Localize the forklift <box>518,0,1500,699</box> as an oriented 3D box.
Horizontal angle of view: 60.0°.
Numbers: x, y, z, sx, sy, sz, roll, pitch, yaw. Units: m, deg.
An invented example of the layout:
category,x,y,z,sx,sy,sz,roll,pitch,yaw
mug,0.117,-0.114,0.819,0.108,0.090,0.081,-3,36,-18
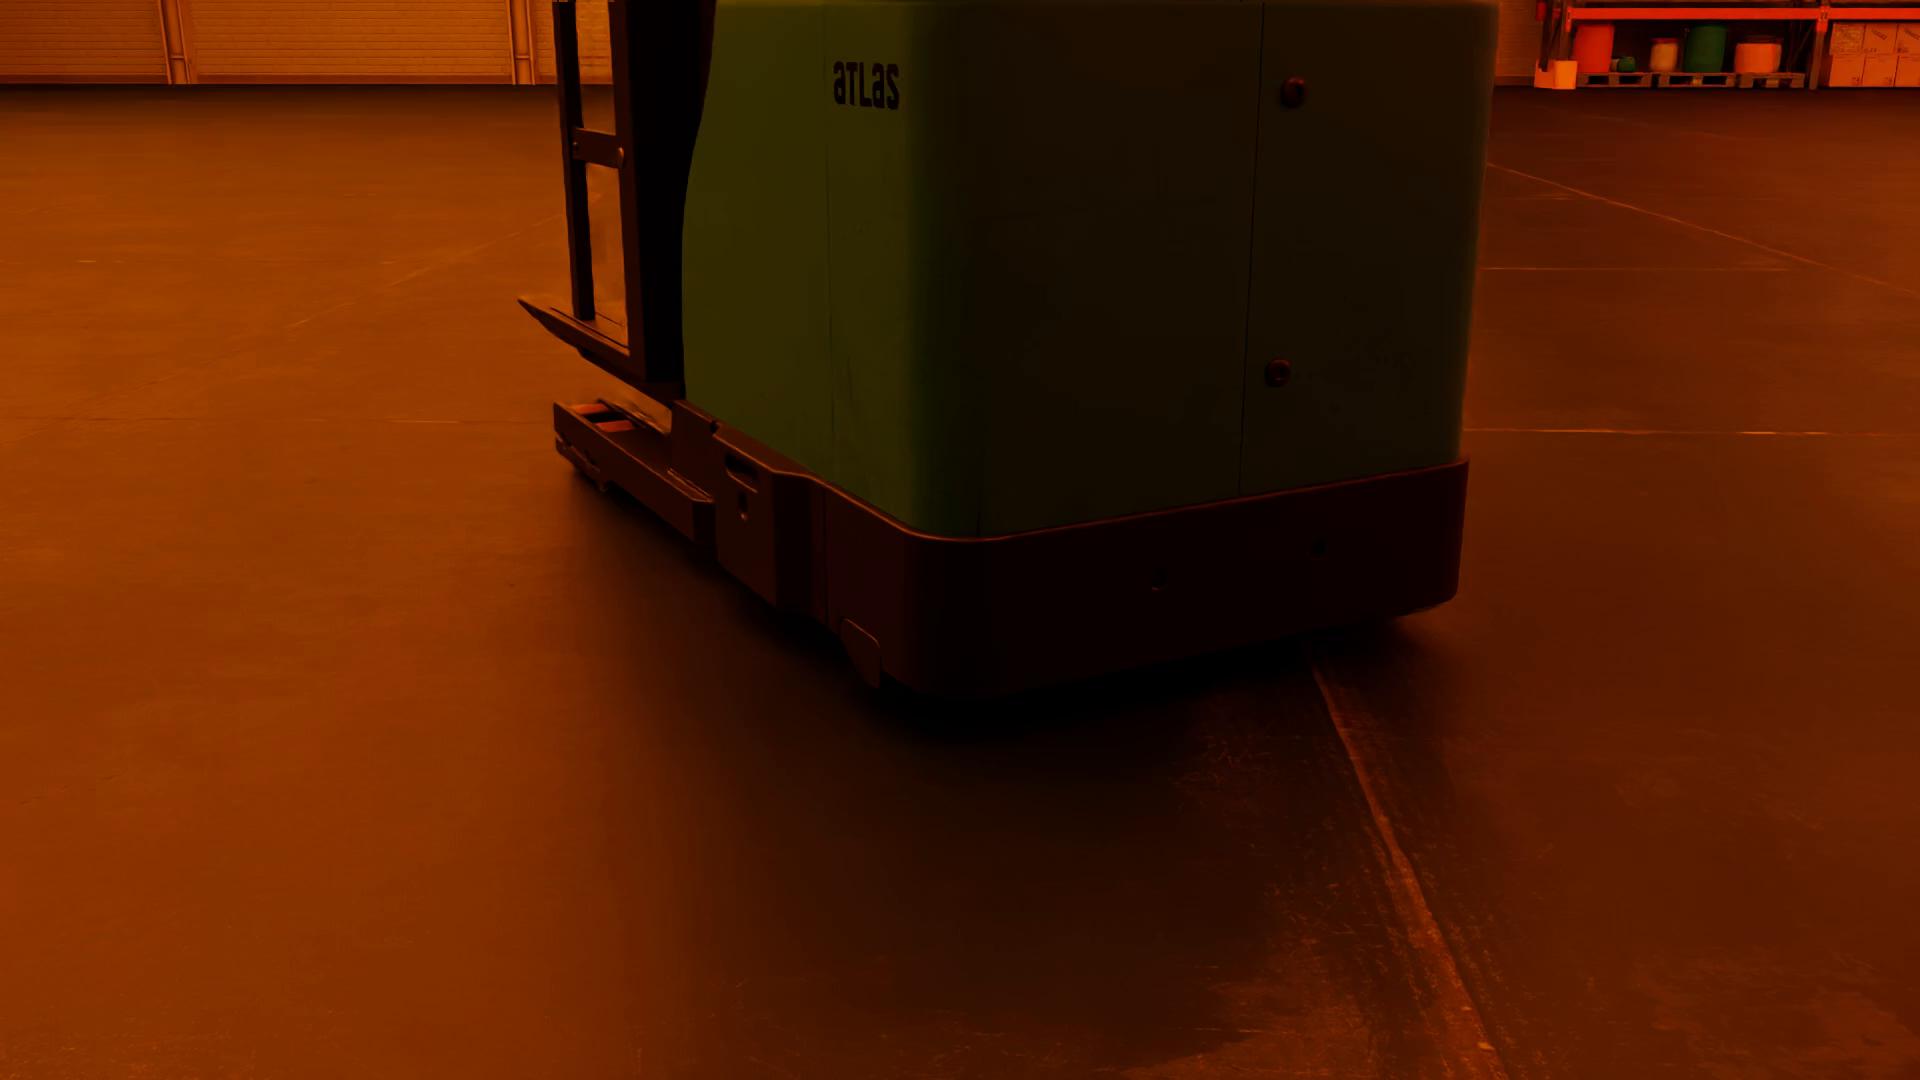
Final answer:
category,x,y,z,sx,sy,sz,roll,pitch,yaw
forklift,-0.291,-1.559,3.449,1.130,2.935,3.031,-9,19,-27
